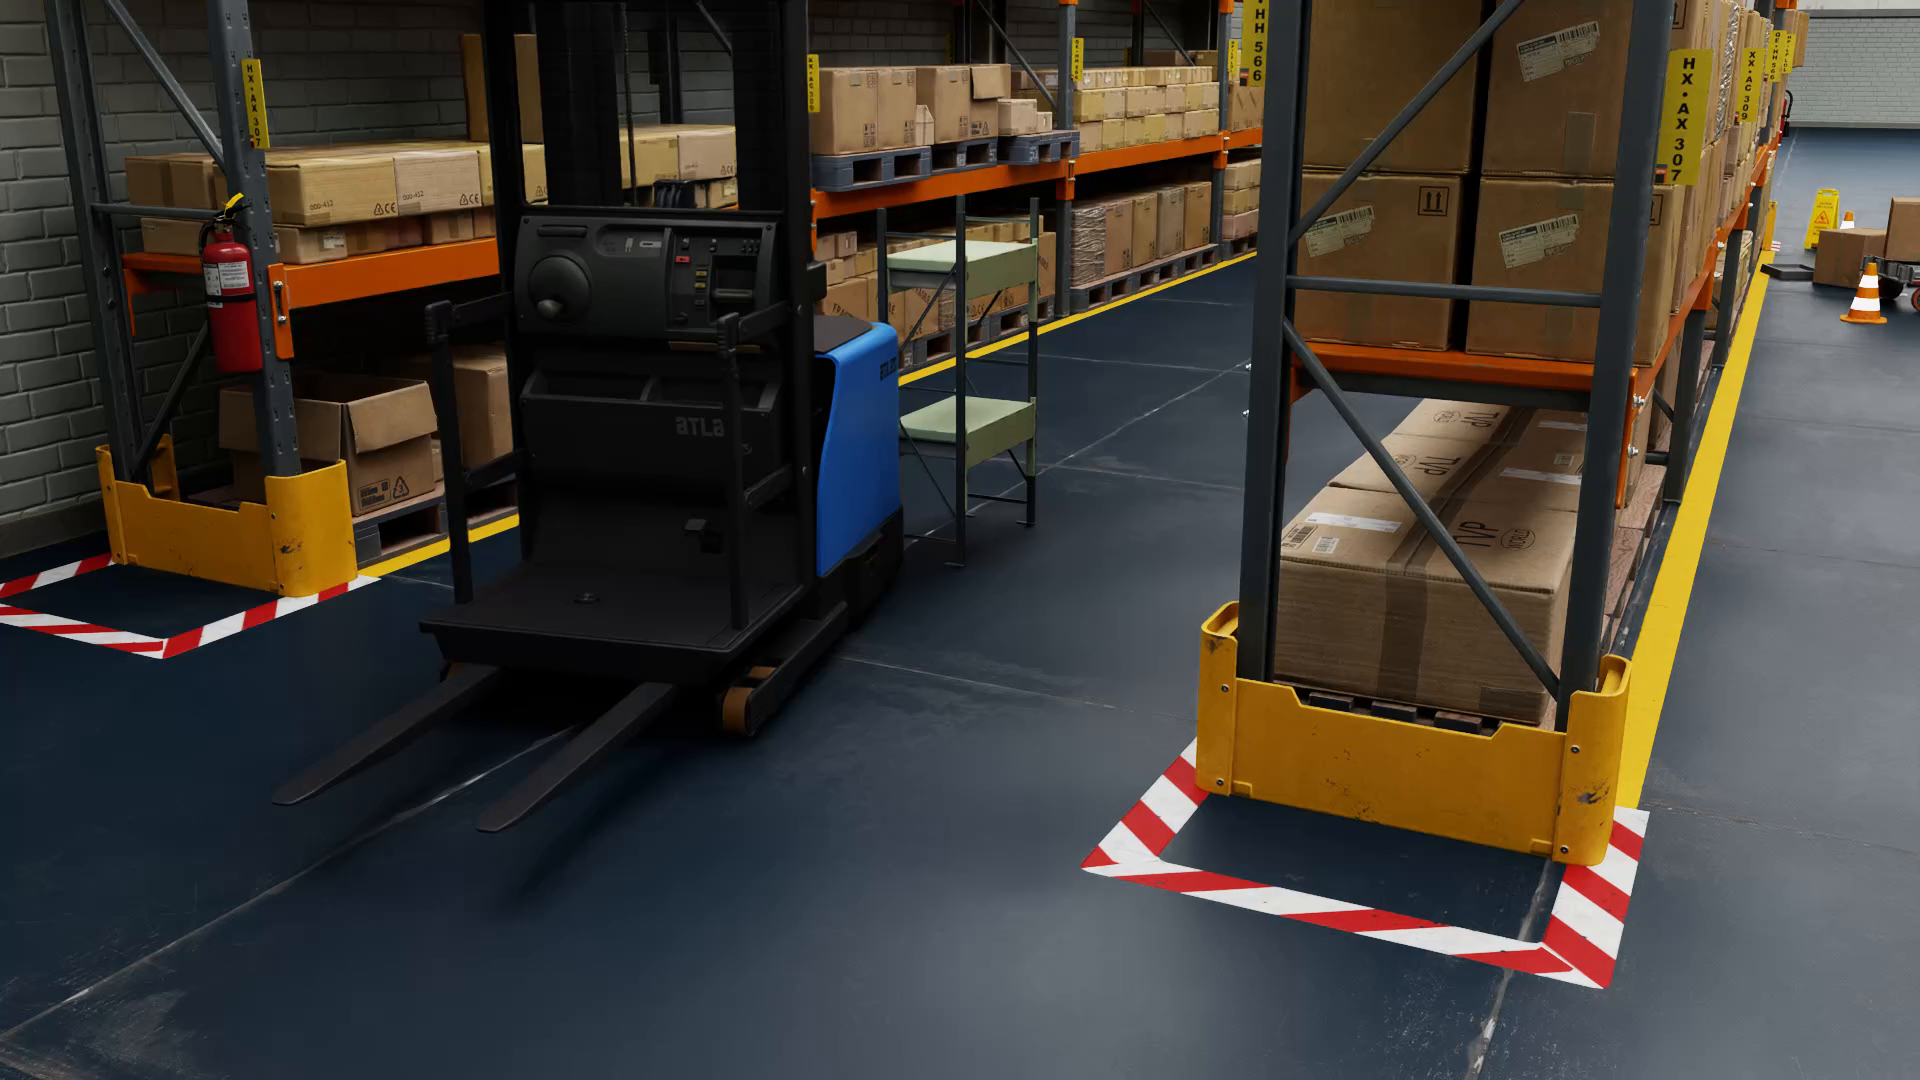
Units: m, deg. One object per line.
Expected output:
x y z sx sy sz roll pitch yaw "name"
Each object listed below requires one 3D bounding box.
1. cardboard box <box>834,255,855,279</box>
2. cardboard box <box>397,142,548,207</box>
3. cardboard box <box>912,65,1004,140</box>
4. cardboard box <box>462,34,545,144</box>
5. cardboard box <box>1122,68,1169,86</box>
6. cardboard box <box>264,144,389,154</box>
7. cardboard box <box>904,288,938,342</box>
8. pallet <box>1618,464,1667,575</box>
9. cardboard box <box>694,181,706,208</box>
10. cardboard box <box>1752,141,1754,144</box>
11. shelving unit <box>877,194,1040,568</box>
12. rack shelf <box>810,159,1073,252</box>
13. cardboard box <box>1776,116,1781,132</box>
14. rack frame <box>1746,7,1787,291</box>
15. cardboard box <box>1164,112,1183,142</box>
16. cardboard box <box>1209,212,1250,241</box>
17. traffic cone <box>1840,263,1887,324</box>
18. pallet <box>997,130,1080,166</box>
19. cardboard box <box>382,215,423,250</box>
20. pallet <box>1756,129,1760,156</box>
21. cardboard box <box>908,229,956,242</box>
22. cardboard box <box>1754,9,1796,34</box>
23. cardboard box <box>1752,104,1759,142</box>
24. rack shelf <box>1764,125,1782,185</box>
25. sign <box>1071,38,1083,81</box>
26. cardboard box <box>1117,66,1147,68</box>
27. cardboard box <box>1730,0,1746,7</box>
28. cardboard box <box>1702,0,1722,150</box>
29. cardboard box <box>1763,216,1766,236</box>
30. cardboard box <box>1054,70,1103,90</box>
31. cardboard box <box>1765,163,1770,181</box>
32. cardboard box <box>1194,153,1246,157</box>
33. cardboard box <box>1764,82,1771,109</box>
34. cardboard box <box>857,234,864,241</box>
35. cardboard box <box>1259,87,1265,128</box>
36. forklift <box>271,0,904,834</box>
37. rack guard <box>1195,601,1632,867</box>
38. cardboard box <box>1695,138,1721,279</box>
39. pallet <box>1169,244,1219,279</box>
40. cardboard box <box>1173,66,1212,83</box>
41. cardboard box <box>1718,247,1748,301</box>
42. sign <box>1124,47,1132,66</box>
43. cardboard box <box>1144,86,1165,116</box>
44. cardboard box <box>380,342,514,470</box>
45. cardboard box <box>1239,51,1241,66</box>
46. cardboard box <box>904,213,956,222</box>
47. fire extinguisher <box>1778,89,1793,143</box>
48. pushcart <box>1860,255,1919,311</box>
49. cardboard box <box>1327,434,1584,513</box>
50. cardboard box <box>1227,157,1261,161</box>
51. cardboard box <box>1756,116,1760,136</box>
-0.902 -1.767 10.719 0.380 0.149 0.250 8 18 24 "cardboard box"
-2.250 -1.706 7.742 0.500 0.250 0.500 8 18 24 "cardboard box"
-0.132 -3.146 11.928 0.797 0.503 0.637 8 18 24 "cardboard box"
-2.029 -2.190 8.053 0.500 0.500 0.500 9 19 27 "cardboard box"
1.672 -4.190 15.048 0.380 0.149 0.250 8 18 24 "cardboard box"
-2.943 -1.649 7.550 0.500 0.250 0.500 8 18 26 "cardboard box"
-0.482 -1.676 11.553 0.500 0.500 0.500 8 18 24 "cardboard box"
2.677 -0.164 7.707 1.003 0.211 1.213 8 18 25 "pallet"
-1.605 -1.880 9.026 0.380 0.149 0.250 9 19 27 "cardboard box"
4.881 -2.470 10.835 0.500 0.250 0.500 7 18 23 "cardboard box"
0.003 -0.721 7.317 0.431 1.500 0.755 8 18 25 "shelving unit"
-0.462 -2.480 11.869 1.077 0.370 4.000 8 18 25 "rack shelf"
8.238 -4.288 17.134 0.380 0.149 0.250 8 19 26 "cardboard box"
6.662 -3.722 14.789 1.000 3.000 0.127 8 18 25 "rack frame"
1.759 -3.868 15.543 0.500 0.250 0.500 8 18 26 "cardboard box"
2.732 -3.317 17.517 0.500 0.250 0.500 8 18 26 "cardboard box"
7.360 -2.012 13.487 0.336 0.463 0.334 8 18 25 "traffic cone"
0.192 -3.061 12.898 1.213 0.211 1.003 8 18 25 "pallet"
-2.592 -1.367 7.299 0.380 0.149 0.250 8 18 25 "cardboard box"
5.722 -3.121 13.101 1.003 0.211 1.213 8 18 25 "pallet"
-0.180 -2.156 12.028 0.380 0.149 0.250 7 18 23 "cardboard box"
7.052 -4.477 14.875 0.700 0.500 0.500 8 18 25 "cardboard box"
4.885 -2.716 10.785 0.500 0.250 0.500 8 18 25 "cardboard box"
7.555 -3.887 16.607 1.077 0.370 4.000 8 18 25 "rack shelf"
0.922 -3.785 13.104 0.100 0.325 0.005 8 18 25 "sign"
1.704 -4.588 16.388 0.380 0.149 0.250 7 18 24 "cardboard box"
3.234 -2.404 7.279 0.380 0.149 0.250 8 18 24 "cardboard box"
2.217 -1.544 5.522 0.500 0.500 0.500 8 18 25 "cardboard box"
8.090 -3.254 17.302 0.500 0.250 0.500 8 18 26 "cardboard box"
0.956 -3.805 13.752 0.380 0.149 0.250 9 19 27 "cardboard box"
7.276 -3.416 15.393 0.380 0.149 0.250 8 18 26 "cardboard box"
2.934 -4.253 18.910 0.500 0.250 0.500 8 18 24 "cardboard box"
6.204 -3.710 13.312 0.500 0.500 0.500 9 19 27 "cardboard box"
-0.909 -2.095 11.823 0.380 0.149 0.250 8 18 26 "cardboard box"
3.094 -4.745 18.055 0.500 0.500 0.500 8 18 25 "cardboard box"
-1.111 -0.889 5.368 1.130 2.935 3.031 4 17 14 "forklift"
1.289 0.538 4.833 1.175 0.500 0.348 8 18 25 "rack guard"
2.672 -1.320 6.526 0.500 0.500 0.500 8 18 25 "cardboard box"
1.925 -2.824 16.660 1.003 0.211 1.213 8 18 25 "pallet"
2.265 -4.597 16.417 0.380 0.149 0.250 9 19 27 "cardboard box"
5.802 -2.169 13.437 0.950 0.372 0.625 9 19 27 "cardboard box"
1.722 -4.876 17.014 0.100 0.325 0.005 8 18 25 "sign"
1.529 -3.976 15.027 0.500 0.250 0.500 8 18 26 "cardboard box"
-2.368 -0.656 8.117 0.700 0.500 0.500 9 19 28 "cardboard box"
2.769 -5.042 17.395 0.380 0.149 0.250 8 18 24 "cardboard box"
-0.222 -2.491 13.155 0.380 0.149 0.250 9 19 27 "cardboard box"
8.912 -4.675 18.131 0.296 0.674 0.183 8 18 25 "fire extinguisher"
8.724 -2.188 14.229 1.648 0.377 0.936 2 17 6 "pushcart"
1.906 -0.054 6.200 0.875 0.438 0.875 9 19 27 "cardboard box"
3.166 -4.056 18.248 0.500 0.250 0.500 9 19 27 "cardboard box"
5.647 -3.043 12.204 0.380 0.149 0.250 8 18 26 "cardboard box"
